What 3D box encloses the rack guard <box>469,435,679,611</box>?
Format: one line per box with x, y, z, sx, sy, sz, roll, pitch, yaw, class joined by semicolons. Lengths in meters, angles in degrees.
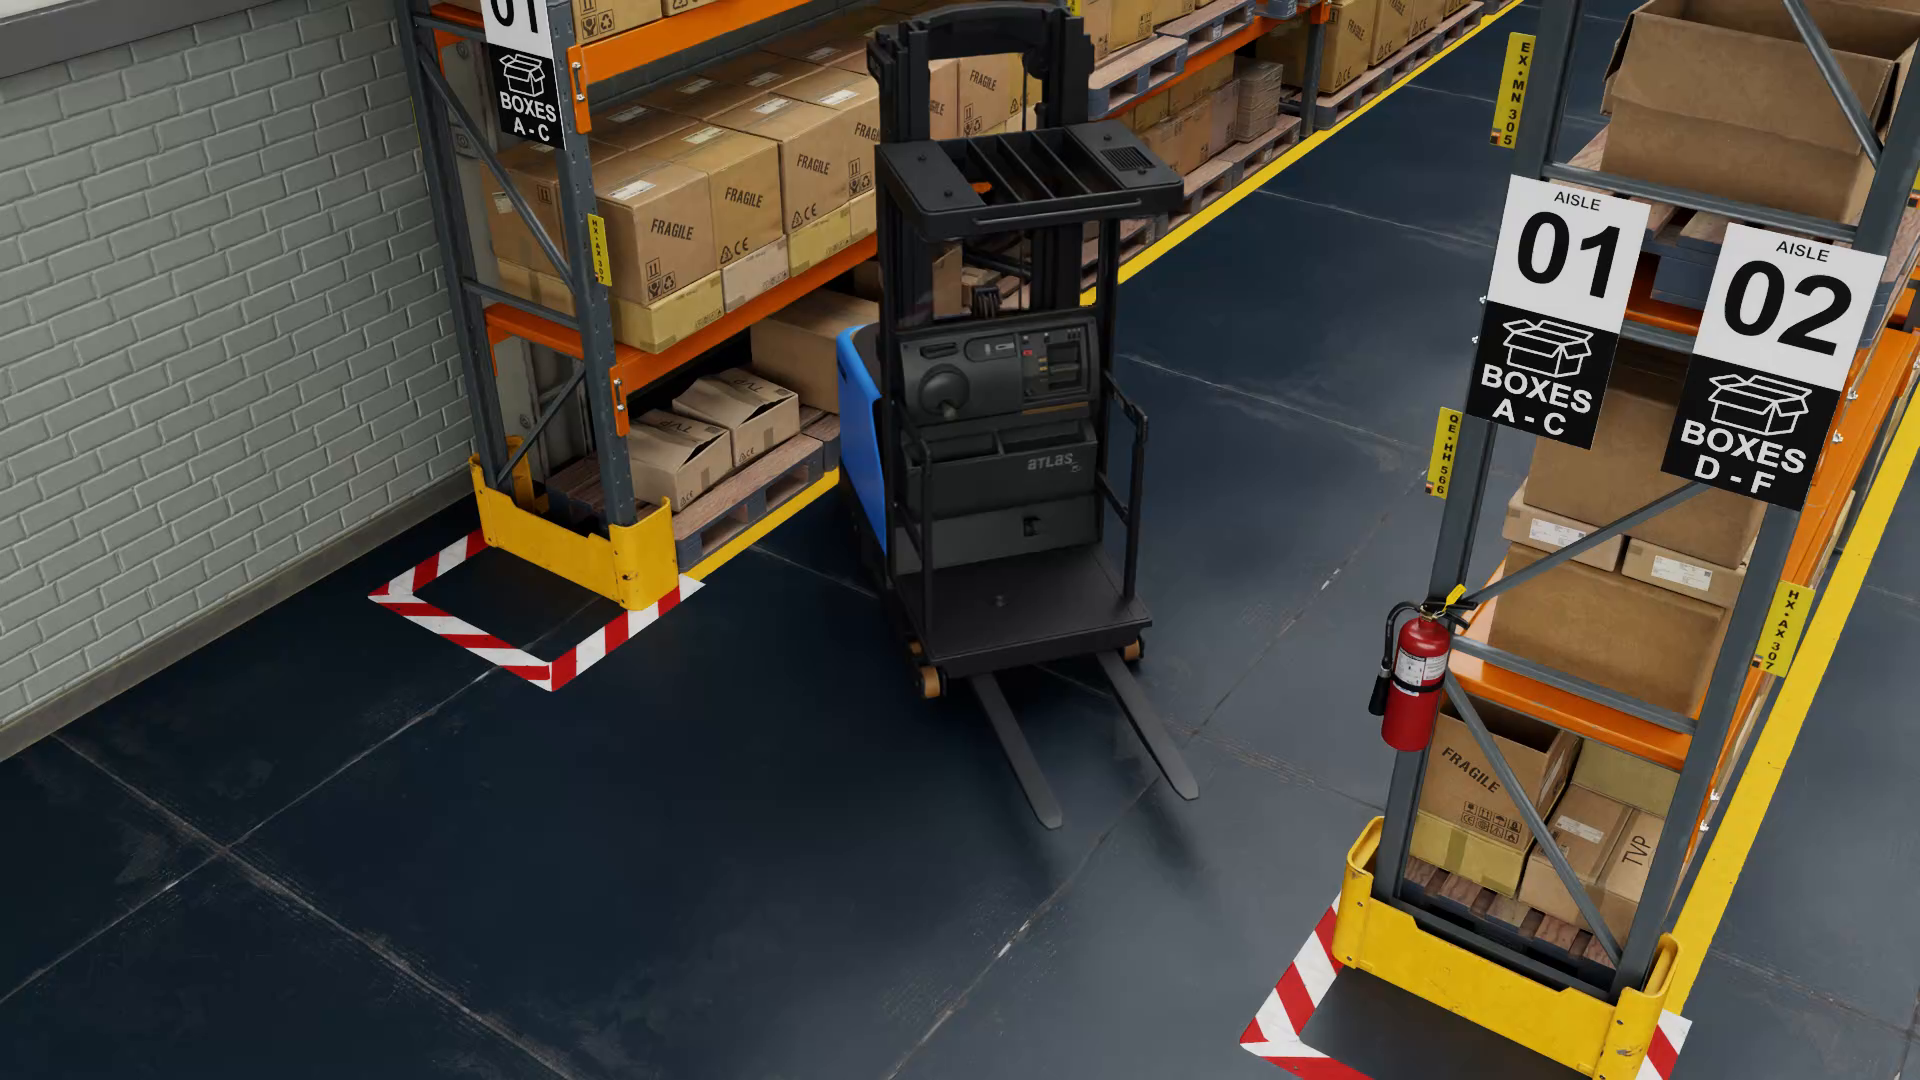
-2.004;-0.100;8.627;1.175;0.500;0.348;21;39;28;rack guard

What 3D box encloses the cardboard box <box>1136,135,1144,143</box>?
0.893;-2.686;12.058;0.700;0.500;0.500;20;39;27;cardboard box

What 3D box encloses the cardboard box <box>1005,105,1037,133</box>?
0.213;-2.572;10.168;0.500;0.250;0.500;21;40;28;cardboard box

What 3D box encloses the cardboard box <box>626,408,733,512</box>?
-1.578;-0.458;8.933;0.500;0.311;0.500;17;37;23;cardboard box

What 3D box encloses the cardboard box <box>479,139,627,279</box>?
-1.953;-1.642;8.122;0.500;0.500;0.500;21;39;28;cardboard box

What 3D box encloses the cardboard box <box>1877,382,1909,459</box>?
4.746;-0.738;8.919;0.500;0.311;0.500;21;40;28;cardboard box

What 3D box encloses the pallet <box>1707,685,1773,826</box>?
3.123;0.711;7.686;1.003;0.211;1.213;21;39;28;pallet

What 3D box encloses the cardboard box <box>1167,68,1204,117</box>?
1.481;-3.411;12.461;0.500;0.250;0.500;21;39;28;cardboard box

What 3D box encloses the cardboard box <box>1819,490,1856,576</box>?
4.221;-0.112;8.494;0.500;0.250;0.500;21;39;28;cardboard box

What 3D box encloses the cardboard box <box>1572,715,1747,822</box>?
2.797;0.728;6.581;0.500;0.500;0.500;21;39;28;cardboard box

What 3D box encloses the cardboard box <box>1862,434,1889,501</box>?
4.739;-0.502;9.070;0.500;0.250;0.500;20;39;27;cardboard box

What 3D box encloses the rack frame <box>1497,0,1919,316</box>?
2.025;-2.005;3.857;1.000;3.000;0.127;21;39;28;rack frame

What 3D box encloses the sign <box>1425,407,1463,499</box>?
1.587;-0.277;5.413;0.100;0.325;0.005;21;39;28;sign

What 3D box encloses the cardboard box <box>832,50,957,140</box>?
-0.358;-2.422;9.276;0.500;0.500;0.500;20;39;27;cardboard box

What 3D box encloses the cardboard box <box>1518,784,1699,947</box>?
2.513;1.270;6.450;0.500;0.250;0.500;21;39;28;cardboard box

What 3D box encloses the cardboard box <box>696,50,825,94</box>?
-1.079;-2.341;9.157;0.500;0.500;0.500;22;40;29;cardboard box

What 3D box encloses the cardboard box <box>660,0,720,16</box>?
-1.315;-2.702;7.459;0.500;0.500;0.500;24;41;31;cardboard box

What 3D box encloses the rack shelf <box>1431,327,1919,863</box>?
3.165;-0.142;7.100;1.077;0.370;4.000;21;39;28;rack shelf

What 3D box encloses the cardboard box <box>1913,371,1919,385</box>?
5.615;-1.210;10.117;0.500;0.250;0.500;22;40;29;cardboard box

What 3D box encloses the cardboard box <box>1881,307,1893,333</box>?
3.745;-1.009;7.072;0.380;0.149;0.250;21;39;28;cardboard box

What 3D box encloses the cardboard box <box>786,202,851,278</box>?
-0.928;-1.646;8.797;0.500;0.250;0.500;21;39;27;cardboard box

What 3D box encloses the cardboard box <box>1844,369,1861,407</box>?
3.303;-0.649;6.539;0.380;0.149;0.250;22;40;29;cardboard box

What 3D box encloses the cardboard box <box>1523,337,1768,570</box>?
2.332;-0.334;5.494;0.700;0.500;0.500;21;40;28;cardboard box

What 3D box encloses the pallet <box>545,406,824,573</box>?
-1.511;-0.343;9.244;1.003;0.211;1.213;21;39;28;pallet

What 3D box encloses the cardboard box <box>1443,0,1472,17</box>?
4.531;-5.566;16.022;0.750;0.750;0.750;22;40;29;cardboard box

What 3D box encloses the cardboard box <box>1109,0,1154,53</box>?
0.877;-3.643;11.153;0.700;0.500;0.500;26;42;33;cardboard box

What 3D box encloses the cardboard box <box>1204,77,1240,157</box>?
1.758;-3.381;13.086;0.700;0.500;0.500;21;39;28;cardboard box

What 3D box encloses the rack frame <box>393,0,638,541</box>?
-2.047;-1.100;7.875;1.000;3.000;0.127;21;39;28;rack frame

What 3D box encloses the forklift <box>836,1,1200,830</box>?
0.249;-0.715;7.366;1.130;2.935;3.031;-9;35;-14;forklift

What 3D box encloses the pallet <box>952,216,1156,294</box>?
0.677;-2.145;11.909;1.003;0.211;1.213;21;39;28;pallet

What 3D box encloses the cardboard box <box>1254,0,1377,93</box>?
3.042;-4.362;14.242;0.750;0.750;0.750;21;39;28;cardboard box

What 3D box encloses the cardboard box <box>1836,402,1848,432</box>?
3.473;-0.721;7.225;0.700;0.500;0.500;22;40;29;cardboard box

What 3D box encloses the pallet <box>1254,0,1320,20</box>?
2.196;-4.340;12.838;1.213;0.211;1.003;21;39;28;pallet

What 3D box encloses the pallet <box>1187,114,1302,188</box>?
2.068;-3.268;13.569;1.003;0.211;1.213;21;39;28;pallet

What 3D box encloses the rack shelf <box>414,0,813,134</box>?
-0.907;-2.965;8.597;1.077;0.370;4.000;21;39;28;rack shelf

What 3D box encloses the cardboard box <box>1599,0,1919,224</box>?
2.356;-1.300;4.901;0.797;0.503;0.637;24;41;31;cardboard box

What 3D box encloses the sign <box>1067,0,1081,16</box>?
0.684;-3.130;10.103;0.100;0.325;0.005;21;39;28;sign

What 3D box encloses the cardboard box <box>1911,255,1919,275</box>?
4.184;-1.364;7.597;0.380;0.149;0.250;20;39;27;cardboard box

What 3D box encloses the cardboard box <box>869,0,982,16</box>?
-0.206;-3.048;10.202;0.500;0.500;0.500;20;39;27;cardboard box

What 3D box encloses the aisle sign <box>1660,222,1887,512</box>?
2.239;-0.469;4.620;0.394;0.787;0.004;21;39;28;aisle sign

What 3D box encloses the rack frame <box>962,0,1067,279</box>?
0.234;-2.941;10.597;1.000;3.000;0.127;21;39;28;rack frame

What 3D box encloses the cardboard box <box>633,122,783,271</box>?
-1.238;-1.705;8.216;0.500;0.500;0.500;21;40;28;cardboard box

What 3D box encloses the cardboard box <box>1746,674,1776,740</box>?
3.370;0.580;7.470;0.500;0.250;0.500;21;39;28;cardboard box

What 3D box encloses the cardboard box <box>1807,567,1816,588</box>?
3.644;0.035;7.607;0.500;0.500;0.500;21;39;28;cardboard box

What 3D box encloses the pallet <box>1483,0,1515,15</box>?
5.293;-5.793;17.303;1.003;0.211;1.213;21;39;28;pallet

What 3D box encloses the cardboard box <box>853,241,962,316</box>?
-0.325;-1.597;10.449;0.500;0.500;0.500;18;38;25;cardboard box
